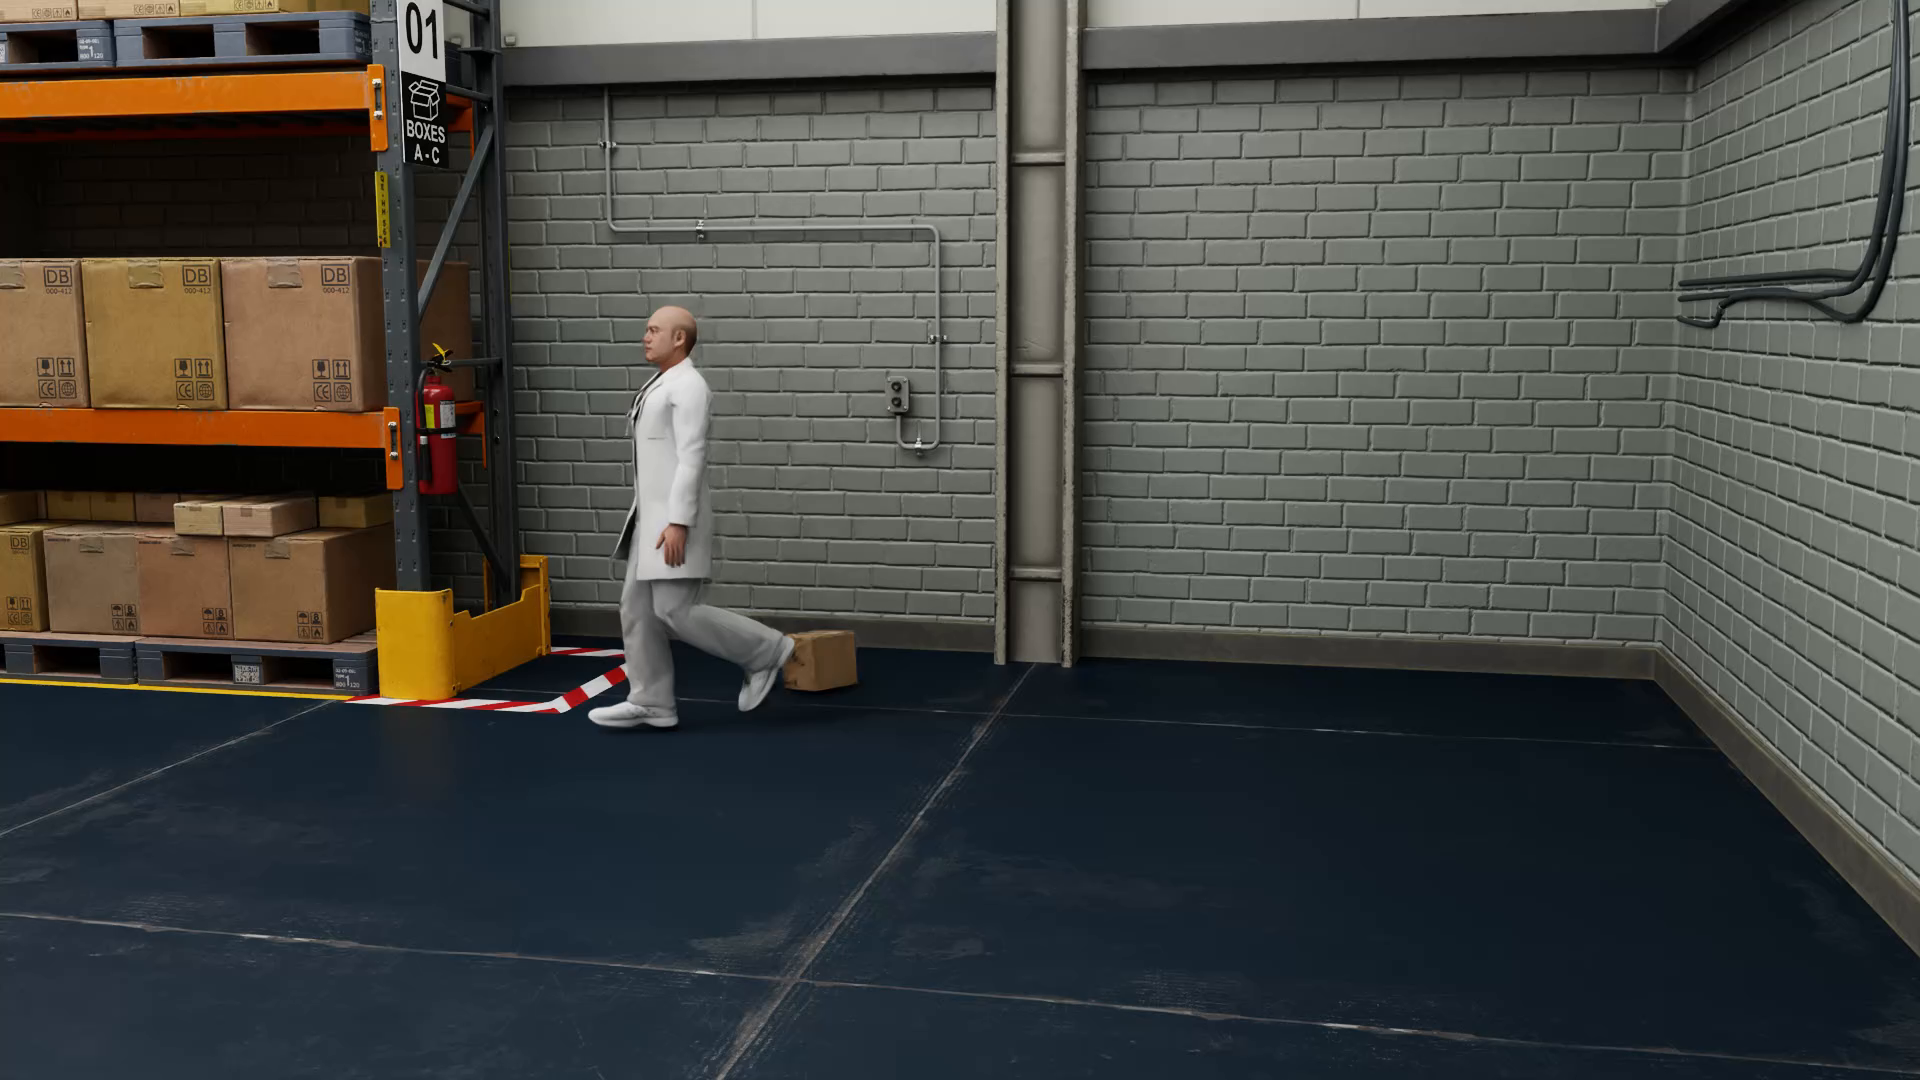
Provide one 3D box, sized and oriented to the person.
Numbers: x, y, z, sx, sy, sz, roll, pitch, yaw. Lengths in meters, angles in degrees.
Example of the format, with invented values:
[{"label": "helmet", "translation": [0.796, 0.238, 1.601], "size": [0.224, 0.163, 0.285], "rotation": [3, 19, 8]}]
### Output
[{"label": "person", "translation": [-1.141, -0.091, 6.939], "size": [0.841, 1.754, 0.599], "rotation": [-3, 8, -22]}]
